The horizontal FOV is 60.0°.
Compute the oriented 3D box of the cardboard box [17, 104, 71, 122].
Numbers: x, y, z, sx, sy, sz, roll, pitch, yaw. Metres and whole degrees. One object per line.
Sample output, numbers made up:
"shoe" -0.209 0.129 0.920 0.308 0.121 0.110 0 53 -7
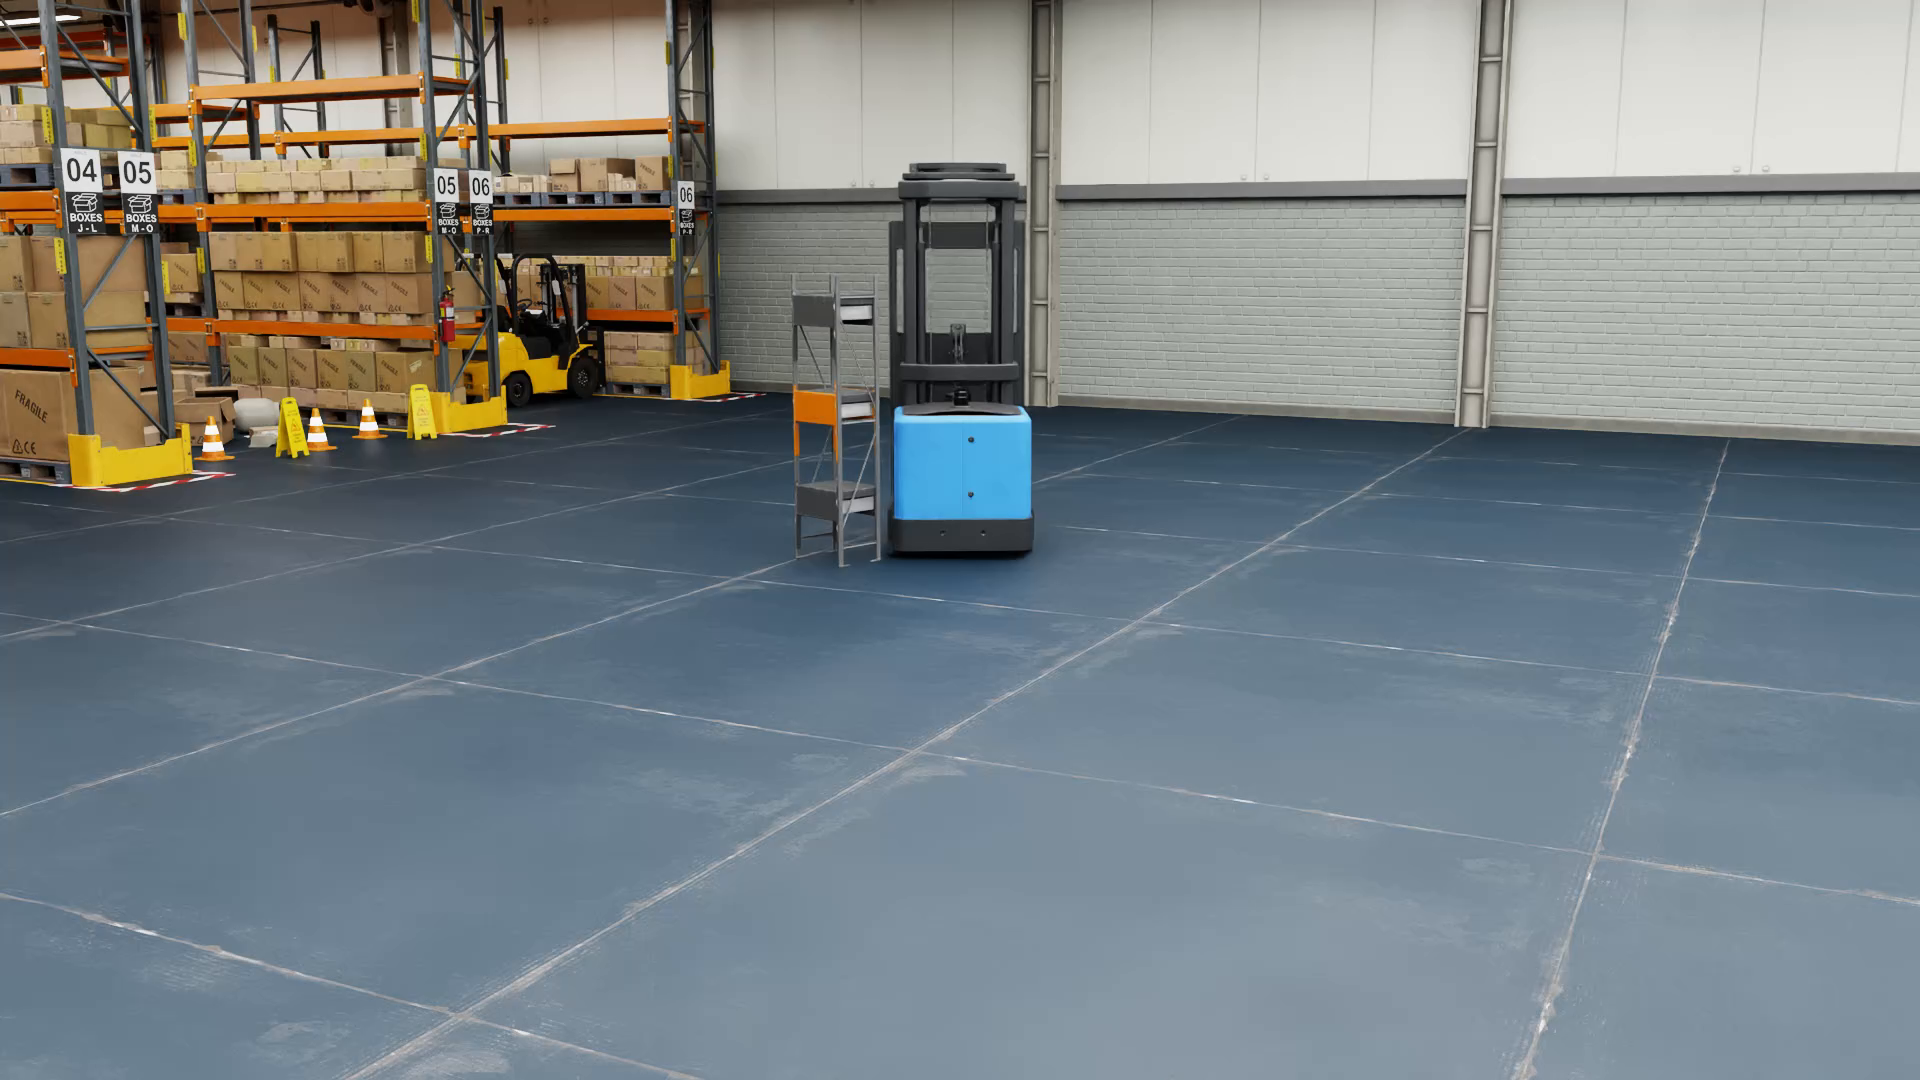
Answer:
"cardboard box" -8.723 -4.063 15.839 0.250 0.149 0.380 5 11 26

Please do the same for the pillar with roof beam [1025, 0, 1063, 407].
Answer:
"pillar with roof beam" -0.728 -5.672 19.301 0.400 9.000 9.100 5 11 26

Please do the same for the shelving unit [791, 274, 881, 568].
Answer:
"shelving unit" -0.910 -0.887 12.237 0.431 2.100 0.503 -10 14 -44

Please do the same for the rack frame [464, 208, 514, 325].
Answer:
"rack frame" -7.565 -3.997 26.890 0.127 3.000 1.000 5 11 26

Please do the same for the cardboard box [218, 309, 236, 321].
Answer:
"cardboard box" -9.618 -3.004 22.110 0.250 0.149 0.380 5 11 26

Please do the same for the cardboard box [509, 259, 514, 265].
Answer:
"cardboard box" -6.904 -4.414 26.259 0.250 0.149 0.380 5 11 25

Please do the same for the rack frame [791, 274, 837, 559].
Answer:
"rack frame" -1.083 -0.918 12.407 0.400 2.100 0.015 -10 14 -44

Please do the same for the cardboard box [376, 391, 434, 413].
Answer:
"cardboard box" -7.037 -1.765 21.099 0.500 0.250 0.500 5 11 26

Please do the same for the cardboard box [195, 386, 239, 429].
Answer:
"cardboard box" -9.399 -1.673 21.063 0.500 0.500 0.500 -4 11 -23

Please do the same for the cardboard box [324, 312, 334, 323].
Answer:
"cardboard box" -7.963 -2.884 21.446 0.250 0.149 0.380 5 11 26

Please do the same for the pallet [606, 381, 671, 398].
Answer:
"pallet" -4.683 -2.363 25.693 1.213 0.211 1.003 5 11 26

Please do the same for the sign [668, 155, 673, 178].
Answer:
"sign" -4.231 -5.469 24.337 0.005 0.325 0.100 5 11 26

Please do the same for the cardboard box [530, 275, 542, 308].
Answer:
"cardboard box" -6.354 -3.891 26.026 0.500 0.500 0.500 5 11 25

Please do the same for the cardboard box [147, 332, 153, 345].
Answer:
"cardboard box" -14.405 -3.530 30.149 0.500 0.500 0.500 6 12 28

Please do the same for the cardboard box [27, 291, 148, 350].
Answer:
"cardboard box" -8.624 -2.186 16.463 0.550 0.550 0.875 5 11 26

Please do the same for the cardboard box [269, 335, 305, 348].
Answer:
"cardboard box" -8.801 -2.596 21.766 0.250 0.149 0.380 6 12 28

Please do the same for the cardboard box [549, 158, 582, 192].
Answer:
"cardboard box" -5.865 -5.609 25.626 0.637 0.503 0.797 5 12 28

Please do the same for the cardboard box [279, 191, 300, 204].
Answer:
"cardboard box" -8.470 -4.377 21.272 0.250 0.149 0.380 5 11 25

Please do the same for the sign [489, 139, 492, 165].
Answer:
"sign" -5.931 -4.881 20.900 0.005 0.325 0.100 5 11 26

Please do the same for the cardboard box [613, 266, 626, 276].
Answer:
"cardboard box" -5.078 -4.099 25.355 0.250 0.149 0.380 5 11 25

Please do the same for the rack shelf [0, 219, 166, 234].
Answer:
"rack shelf" -16.533 -5.907 31.041 4.000 0.370 1.077 5 11 26

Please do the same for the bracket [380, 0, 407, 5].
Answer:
"bracket" -9.369 -8.987 27.510 0.430 0.232 0.235 5 11 26

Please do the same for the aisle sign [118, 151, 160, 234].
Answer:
"aisle sign" -8.074 -3.411 16.357 0.004 0.787 0.394 5 11 26

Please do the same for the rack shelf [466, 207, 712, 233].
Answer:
"rack shelf" -5.772 -4.961 25.816 4.000 0.370 1.077 5 11 26

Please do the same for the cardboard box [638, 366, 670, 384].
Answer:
"cardboard box" -4.539 -2.522 25.281 0.500 0.250 0.500 5 11 26

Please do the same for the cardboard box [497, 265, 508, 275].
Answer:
"cardboard box" -7.163 -4.278 26.341 0.250 0.149 0.380 5 12 27

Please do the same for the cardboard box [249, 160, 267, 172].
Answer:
"cardboard box" -8.918 -4.808 21.419 0.250 0.149 0.380 5 11 25

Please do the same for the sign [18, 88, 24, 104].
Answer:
"sign" -18.063 -8.519 31.964 0.005 0.325 0.100 5 11 26

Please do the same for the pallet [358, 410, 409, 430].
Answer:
"pallet" -6.952 -1.592 21.433 1.213 0.211 1.003 5 11 26

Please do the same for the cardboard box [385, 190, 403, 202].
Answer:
"cardboard box" -6.853 -4.239 20.510 0.250 0.149 0.380 5 11 26

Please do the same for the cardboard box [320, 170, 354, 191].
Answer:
"cardboard box" -7.667 -4.514 20.913 0.500 0.250 0.500 5 12 27

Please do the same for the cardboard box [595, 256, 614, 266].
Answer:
"cardboard box" -5.347 -4.256 25.385 0.250 0.149 0.380 5 12 27

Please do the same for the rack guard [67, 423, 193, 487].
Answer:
"rack guard" -8.249 -0.858 16.566 0.348 0.500 1.175 5 11 26

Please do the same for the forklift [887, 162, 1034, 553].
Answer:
"forklift" -0.035 -1.558 13.606 1.130 2.935 3.031 0 10 -2

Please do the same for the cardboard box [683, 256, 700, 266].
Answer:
"cardboard box" -4.185 -4.257 25.390 0.250 0.149 0.380 5 11 25

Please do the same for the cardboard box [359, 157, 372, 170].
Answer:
"cardboard box" -7.261 -4.684 20.734 0.250 0.149 0.380 5 11 26

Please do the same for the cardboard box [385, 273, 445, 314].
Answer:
"cardboard box" -6.780 -3.083 20.724 0.500 0.500 0.500 5 11 25

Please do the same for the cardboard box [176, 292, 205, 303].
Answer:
"cardboard box" -10.342 -3.283 22.473 0.250 0.149 0.380 5 11 27

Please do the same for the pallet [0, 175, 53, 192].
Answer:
"pallet" -10.039 -3.675 16.939 1.213 0.211 1.003 5 11 26

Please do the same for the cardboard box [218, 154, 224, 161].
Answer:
"cardboard box" -10.556 -5.206 22.989 0.500 0.250 0.500 5 11 25

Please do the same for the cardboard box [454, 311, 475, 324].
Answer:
"cardboard box" -6.384 -2.825 21.119 0.250 0.149 0.380 5 11 26

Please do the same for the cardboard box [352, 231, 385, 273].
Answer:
"cardboard box" -7.176 -3.622 20.899 0.500 0.500 0.700 5 11 26

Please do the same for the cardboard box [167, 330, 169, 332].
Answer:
"cardboard box" -14.253 -3.843 30.057 0.250 0.149 0.380 5 11 24

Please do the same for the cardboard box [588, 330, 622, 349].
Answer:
"cardboard box" -5.447 -3.091 25.620 0.500 0.250 0.500 5 11 27

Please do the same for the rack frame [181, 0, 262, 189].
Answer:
"rack frame" -9.758 -6.156 21.974 0.127 3.000 1.000 5 11 26

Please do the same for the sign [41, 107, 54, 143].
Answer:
"sign" -8.523 -3.877 15.543 0.005 0.325 0.100 5 11 26

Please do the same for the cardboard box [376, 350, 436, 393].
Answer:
"cardboard box" -7.005 -2.132 21.026 0.500 0.500 0.500 5 11 26

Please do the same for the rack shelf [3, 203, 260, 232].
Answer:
"rack shelf" -11.552 -4.483 23.176 4.000 0.370 1.077 5 11 26

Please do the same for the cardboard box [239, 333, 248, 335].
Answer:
"cardboard box" -12.399 -3.678 29.150 0.250 0.149 0.380 5 12 27

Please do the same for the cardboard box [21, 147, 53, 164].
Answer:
"cardboard box" -8.719 -3.670 15.909 0.250 0.149 0.380 5 11 26
